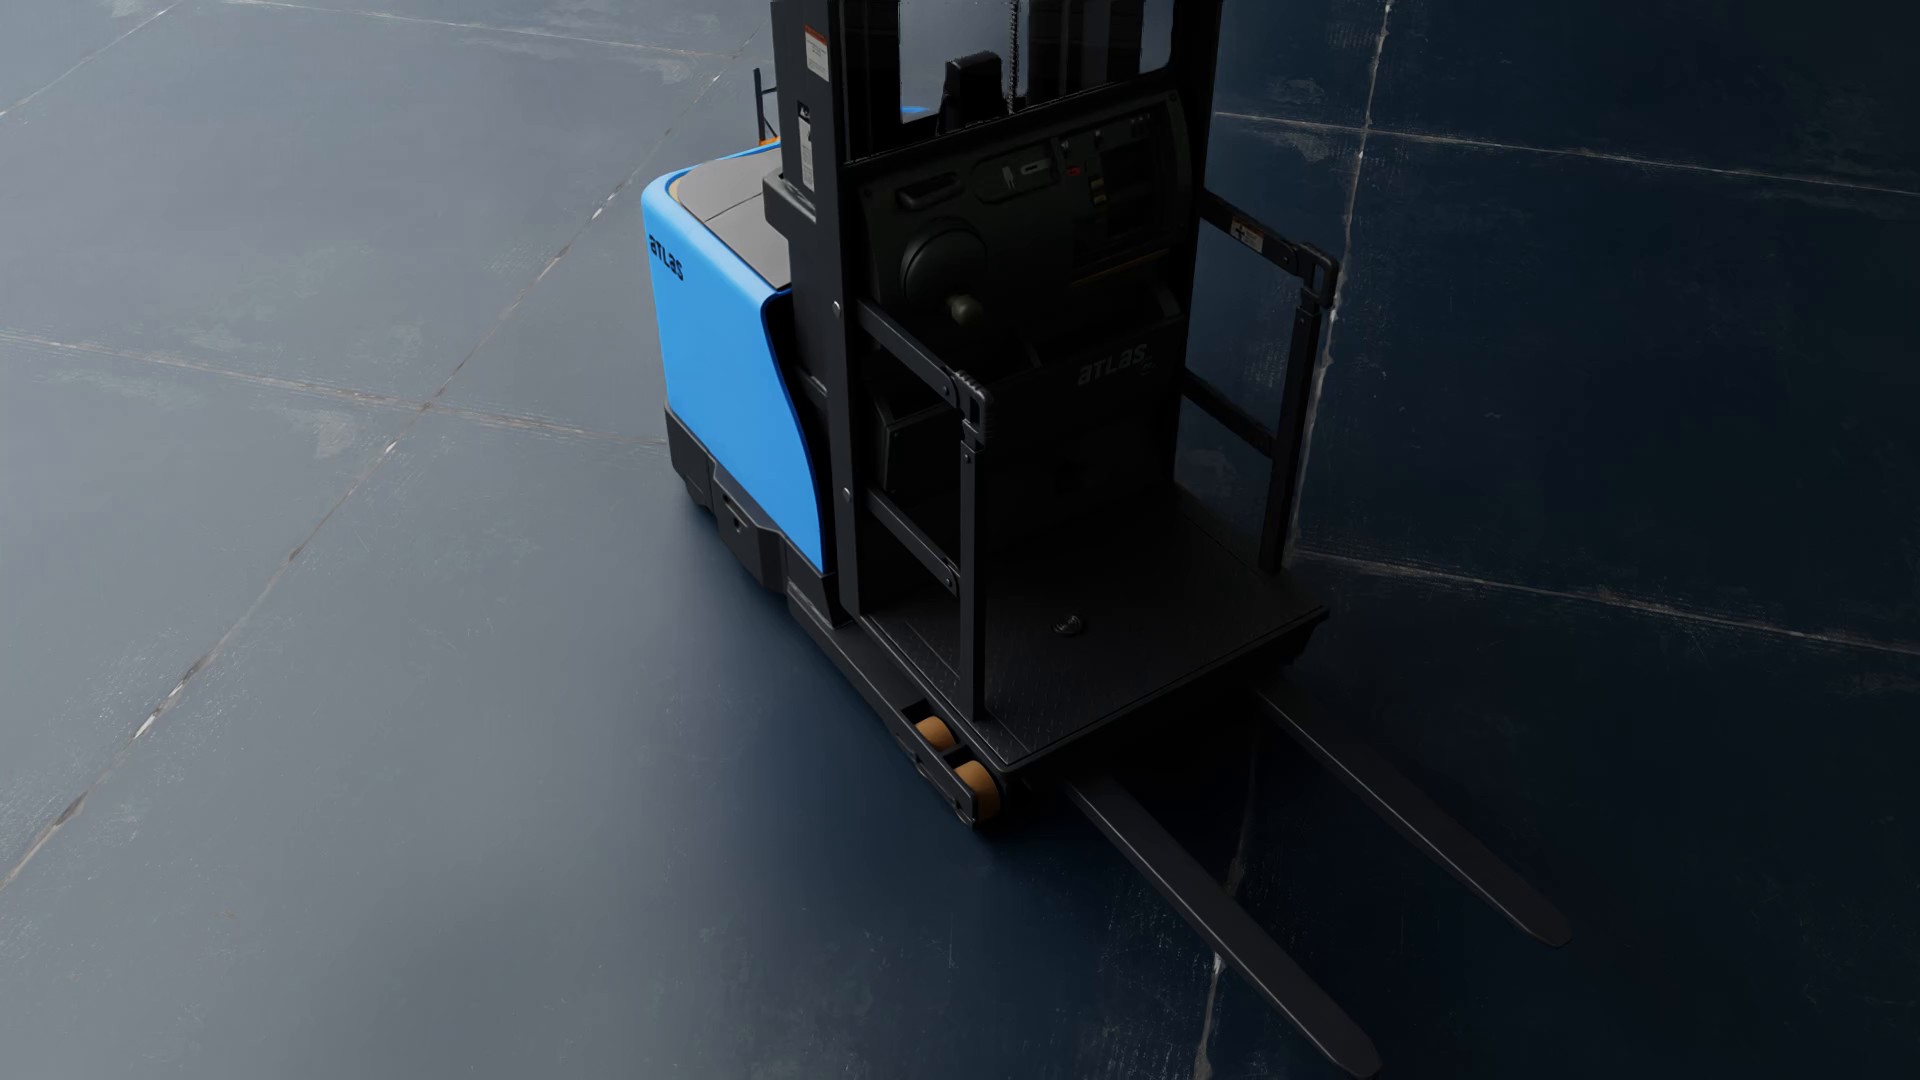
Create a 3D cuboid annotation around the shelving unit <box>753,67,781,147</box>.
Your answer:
[{"bbox_3d":[-0.484,-0.980,5.484,0.258,1.200,0.189,-23,45,-25],"label":"shelving unit"}]

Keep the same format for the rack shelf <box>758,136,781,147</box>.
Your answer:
[{"bbox_3d":[-0.484,-1.222,5.281,0.258,0.103,0.180,-23,45,-25],"label":"rack shelf"}]

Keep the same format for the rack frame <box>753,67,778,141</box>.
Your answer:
[{"bbox_3d":[-0.535,-1.029,5.542,0.240,1.200,0.006,-23,45,-25],"label":"rack frame"}]

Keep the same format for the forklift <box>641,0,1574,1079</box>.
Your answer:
[{"bbox_3d":[0.293,-0.730,3.840,1.130,2.935,3.031,-23,45,-25],"label":"forklift"}]
